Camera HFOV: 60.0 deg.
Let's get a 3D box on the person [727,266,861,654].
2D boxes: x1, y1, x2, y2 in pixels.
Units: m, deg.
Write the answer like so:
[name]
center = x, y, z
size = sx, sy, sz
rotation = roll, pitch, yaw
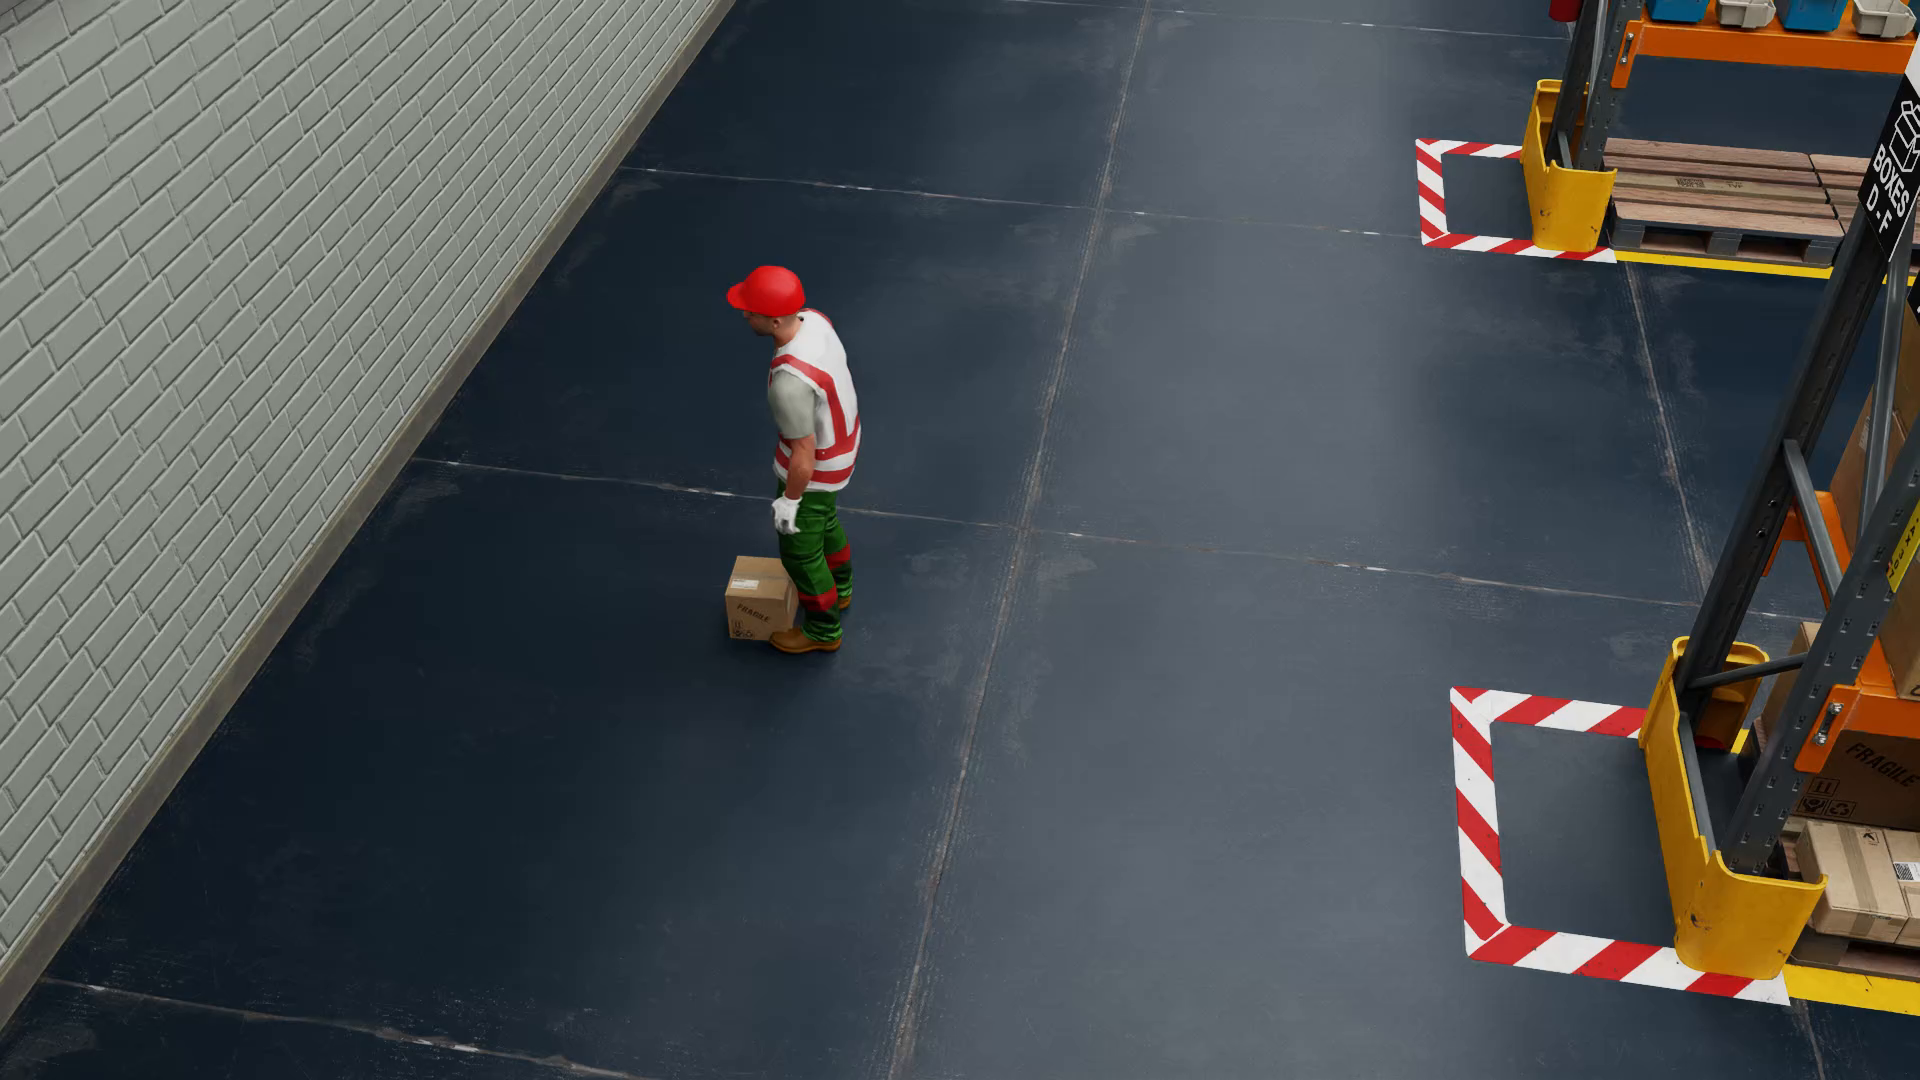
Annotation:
[person]
center = -0.615, -0.299, 6.498
size = 0.448, 1.780, 0.620
rotation = 4, 40, 5
